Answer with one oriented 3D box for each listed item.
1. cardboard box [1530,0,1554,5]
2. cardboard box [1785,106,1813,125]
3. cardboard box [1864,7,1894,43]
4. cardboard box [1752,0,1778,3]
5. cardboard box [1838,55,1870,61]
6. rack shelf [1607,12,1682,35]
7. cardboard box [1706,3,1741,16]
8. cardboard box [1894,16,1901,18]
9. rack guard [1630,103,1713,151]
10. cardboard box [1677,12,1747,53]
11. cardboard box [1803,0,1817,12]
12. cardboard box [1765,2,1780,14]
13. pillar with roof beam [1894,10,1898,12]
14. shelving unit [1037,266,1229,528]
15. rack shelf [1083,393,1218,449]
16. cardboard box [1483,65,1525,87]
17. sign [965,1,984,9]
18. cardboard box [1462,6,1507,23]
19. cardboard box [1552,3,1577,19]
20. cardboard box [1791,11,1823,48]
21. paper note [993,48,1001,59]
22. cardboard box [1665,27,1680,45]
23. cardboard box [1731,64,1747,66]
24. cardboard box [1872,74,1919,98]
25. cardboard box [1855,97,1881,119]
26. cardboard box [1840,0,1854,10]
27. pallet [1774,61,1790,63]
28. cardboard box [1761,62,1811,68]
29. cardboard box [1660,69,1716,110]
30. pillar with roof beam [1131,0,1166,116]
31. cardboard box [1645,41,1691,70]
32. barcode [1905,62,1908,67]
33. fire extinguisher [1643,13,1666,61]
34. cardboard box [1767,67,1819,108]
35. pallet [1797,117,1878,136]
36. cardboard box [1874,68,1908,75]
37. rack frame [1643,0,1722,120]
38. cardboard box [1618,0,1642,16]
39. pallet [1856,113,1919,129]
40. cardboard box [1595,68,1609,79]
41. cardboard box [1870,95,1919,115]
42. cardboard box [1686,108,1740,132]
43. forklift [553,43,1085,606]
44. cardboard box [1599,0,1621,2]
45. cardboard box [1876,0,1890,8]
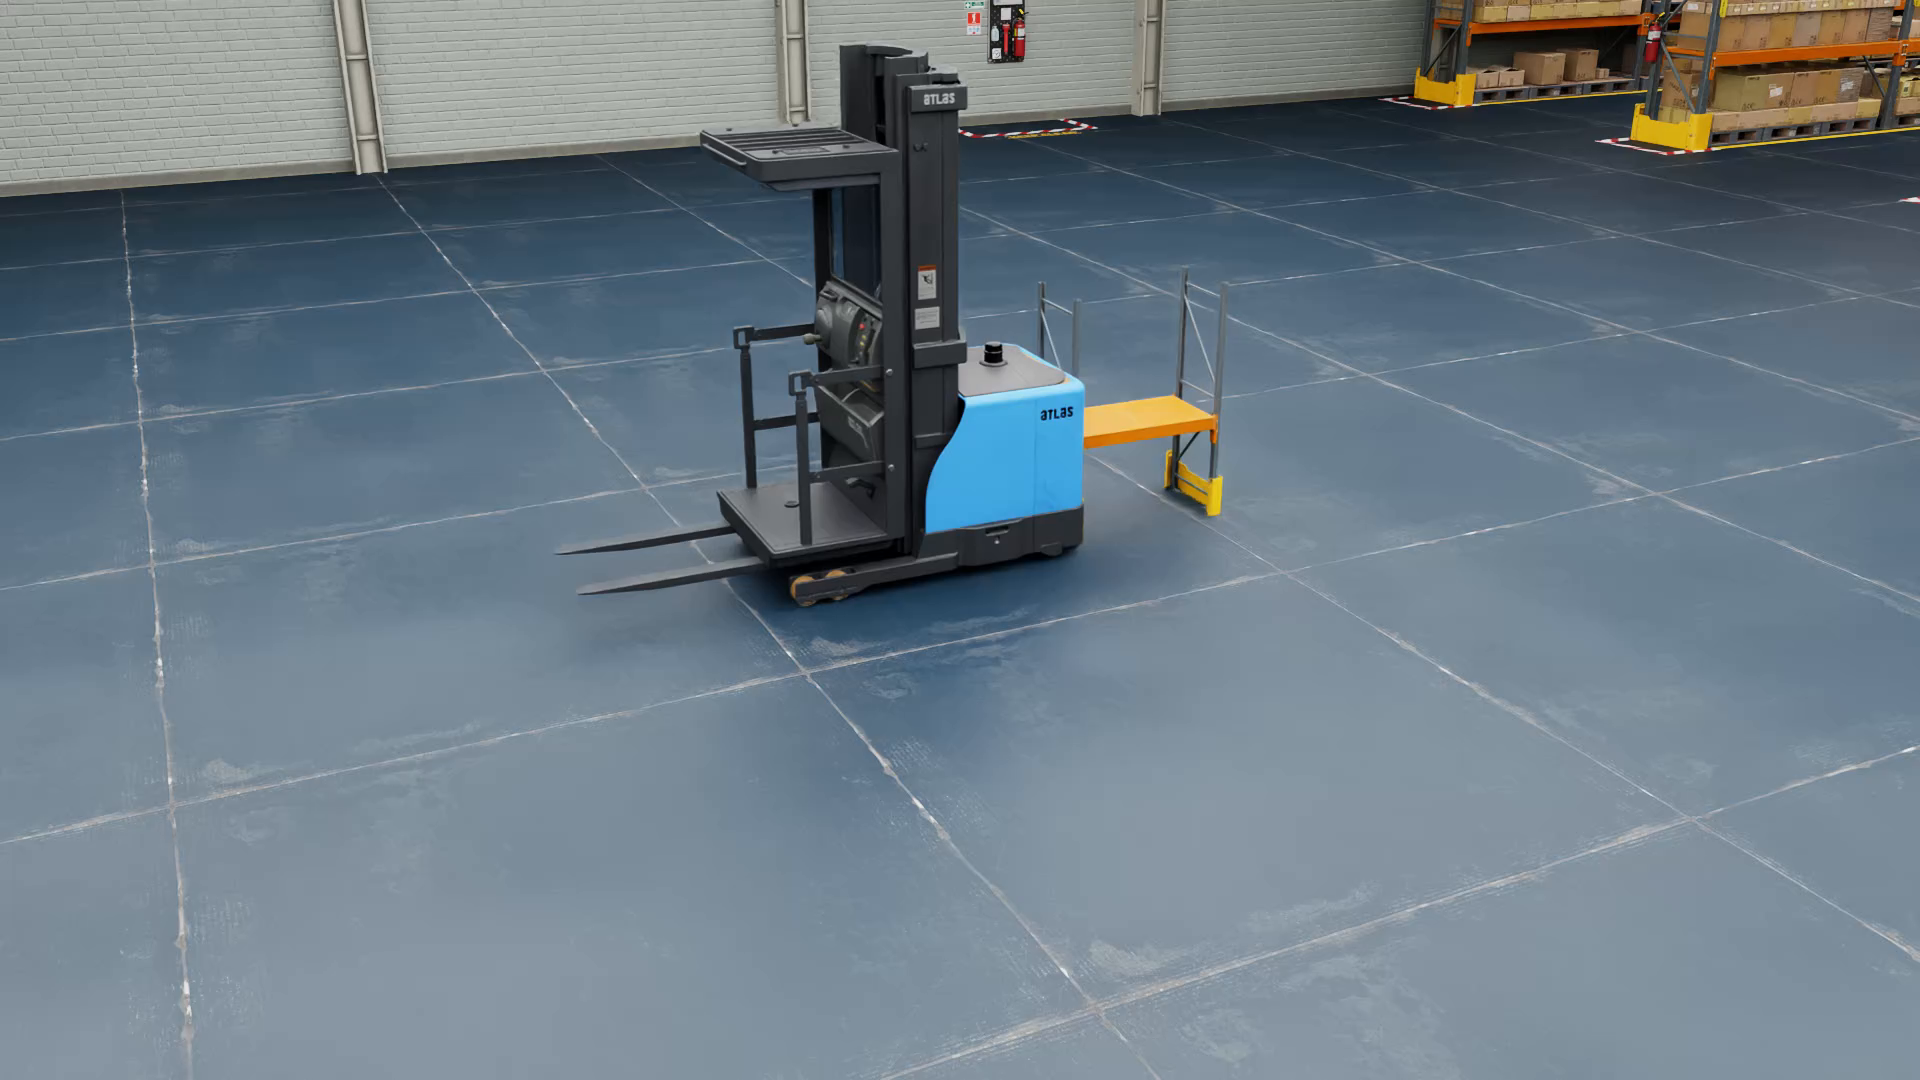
[{"bbox_3d":[9.627,-9.271,27.914,0.500,0.500,0.500,-11,25,-25],"label":"cardboard box"},{"bbox_3d":[12.232,-6.324,24.652,0.500,0.250,0.500,-10,25,-24],"label":"cardboard box"},{"bbox_3d":[13.508,-7.774,24.978,0.500,0.500,0.700,-11,25,-25],"label":"cardboard box"},{"bbox_3d":[11.246,-7.957,23.723,0.500,0.500,0.700,-11,25,-25],"label":"cardboard box"},{"bbox_3d":[16.869,-9.594,31.768,0.750,0.750,0.750,-11,25,-24],"label":"cardboard box"},{"bbox_3d":[13.555,-9.510,30.242,4.000,0.370,1.077,-10,25,-24],"label":"rack shelf"},{"bbox_3d":[10.747,-7.477,23.412,0.250,0.149,0.380,-11,25,-24],"label":"cardboard box"},{"bbox_3d":[14.617,-7.951,25.711,0.258,0.266,0.396,-11,25,-25],"label":"cardboard box"},{"bbox_3d":[10.279,-5.981,24.046,0.348,0.500,1.175,-10,25,-24],"label":"rack guard"},{"bbox_3d":[10.727,-7.259,23.735,0.500,0.500,0.700,-10,25,-24],"label":"cardboard box"},{"bbox_3d":[12.133,-7.732,24.027,0.250,0.149,0.380,-10,25,-23],"label":"cardboard box"},{"bbox_3d":[11.438,-7.604,23.718,0.250,0.149,0.380,-11,25,-24],"label":"cardboard box"},{"bbox_3d":[21.084,-12.540,28.778,0.400,9.000,9.100,-10,25,-24],"label":"pillar with roof beam"},{"bbox_3d":[1.063,-0.875,10.404,1.083,1.500,0.587,-10,24,-22],"label":"shelving unit"},{"bbox_3d":[1.055,-0.708,10.469,1.000,0.185,0.538,-10,24,-22],"label":"rack shelf"},{"bbox_3d":[9.325,-7.986,28.561,0.500,0.311,0.500,-8,24,-19],"label":"cardboard box"},{"bbox_3d":[0.220,-8.072,25.088,0.331,0.109,0.001,-10,25,-24],"label":"sign"},{"bbox_3d":[8.726,-8.758,27.656,0.500,0.250,0.500,-11,25,-25],"label":"cardboard box"},{"bbox_3d":[10.106,-9.015,28.276,0.500,0.250,0.500,-10,25,-23],"label":"cardboard box"},{"bbox_3d":[12.120,-7.517,24.357,0.500,0.500,0.700,-10,24,-22],"label":"cardboard box"},{"bbox_3d":[0.565,-7.456,25.493,0.142,0.148,0.016,-10,25,-24],"label":"paper note"},{"bbox_3d":[12.804,-9.107,30.042,0.500,0.250,0.500,-11,25,-25],"label":"cardboard box"},{"bbox_3d":[14.216,-9.039,30.858,0.500,0.500,0.700,-10,25,-24],"label":"cardboard box"},{"bbox_3d":[14.385,-6.969,25.477,0.500,0.311,0.500,-10,25,-23],"label":"cardboard box"},{"bbox_3d":[13.582,-6.575,25.258,0.500,0.250,0.500,-10,25,-24],"label":"cardboard box"},{"bbox_3d":[12.835,-7.862,24.343,0.250,0.149,0.380,-11,25,-24],"label":"cardboard box"},{"bbox_3d":[16.100,-8.990,31.692,1.213,0.211,1.003,-10,25,-24],"label":"pallet"},{"bbox_3d":[12.450,-6.939,25.156,0.500,0.500,0.500,-10,25,-24],"label":"cardboard box"},{"bbox_3d":[10.655,-6.602,24.342,0.500,0.500,0.500,-10,25,-24],"label":"cardboard box"},{"bbox_3d":[4.865,-9.554,21.565,0.400,9.000,9.100,-10,25,-24],"label":"pillar with roof beam"},{"bbox_3d":[12.853,-8.789,30.254,0.500,0.500,0.700,-11,25,-25],"label":"cardboard box"},{"bbox_3d":[14.315,-7.194,25.146,0.075,0.075,0.001,-10,25,-24],"label":"barcode"},{"bbox_3d":[9.993,-7.245,23.931,0.183,0.674,0.296,-10,25,-24],"label":"fire extinguisher"},{"bbox_3d":[12.233,-6.670,24.508,0.500,0.500,0.500,-10,25,-24],"label":"cardboard box"},{"bbox_3d":[13.170,-6.398,25.430,1.213,0.211,1.003,-10,25,-24],"label":"pallet"},{"bbox_3d":[14.611,-7.241,26.133,0.500,0.311,0.500,-10,24,-22],"label":"cardboard box"},{"bbox_3d":[10.300,-7.140,23.577,0.127,3.000,1.000,-10,25,-24],"label":"rack frame"},{"bbox_3d":[11.458,-9.267,28.886,0.500,0.250,0.500,-10,25,-23],"label":"cardboard box"},{"bbox_3d":[14.552,-6.651,26.041,1.213,0.211,1.003,-10,25,-24],"label":"pallet"},{"bbox_3d":[11.284,-8.305,29.521,0.250,0.166,0.380,-14,26,-30],"label":"cardboard box"},{"bbox_3d":[14.376,-6.709,25.581,0.500,0.250,0.500,-11,25,-25],"label":"cardboard box"},{"bbox_3d":[10.880,-6.076,24.053,0.500,0.250,0.500,-10,25,-24],"label":"cardboard box"},{"bbox_3d":[-0.817,-1.213,9.348,3.031,2.935,1.130,-10,24,-22],"label":"forklift"},{"bbox_3d":[11.014,-9.527,28.533,0.500,0.500,0.500,-11,25,-24],"label":"cardboard box"},{"bbox_3d":[13.529,-7.990,24.652,0.250,0.149,0.380,-11,25,-25],"label":"cardboard box"}]
